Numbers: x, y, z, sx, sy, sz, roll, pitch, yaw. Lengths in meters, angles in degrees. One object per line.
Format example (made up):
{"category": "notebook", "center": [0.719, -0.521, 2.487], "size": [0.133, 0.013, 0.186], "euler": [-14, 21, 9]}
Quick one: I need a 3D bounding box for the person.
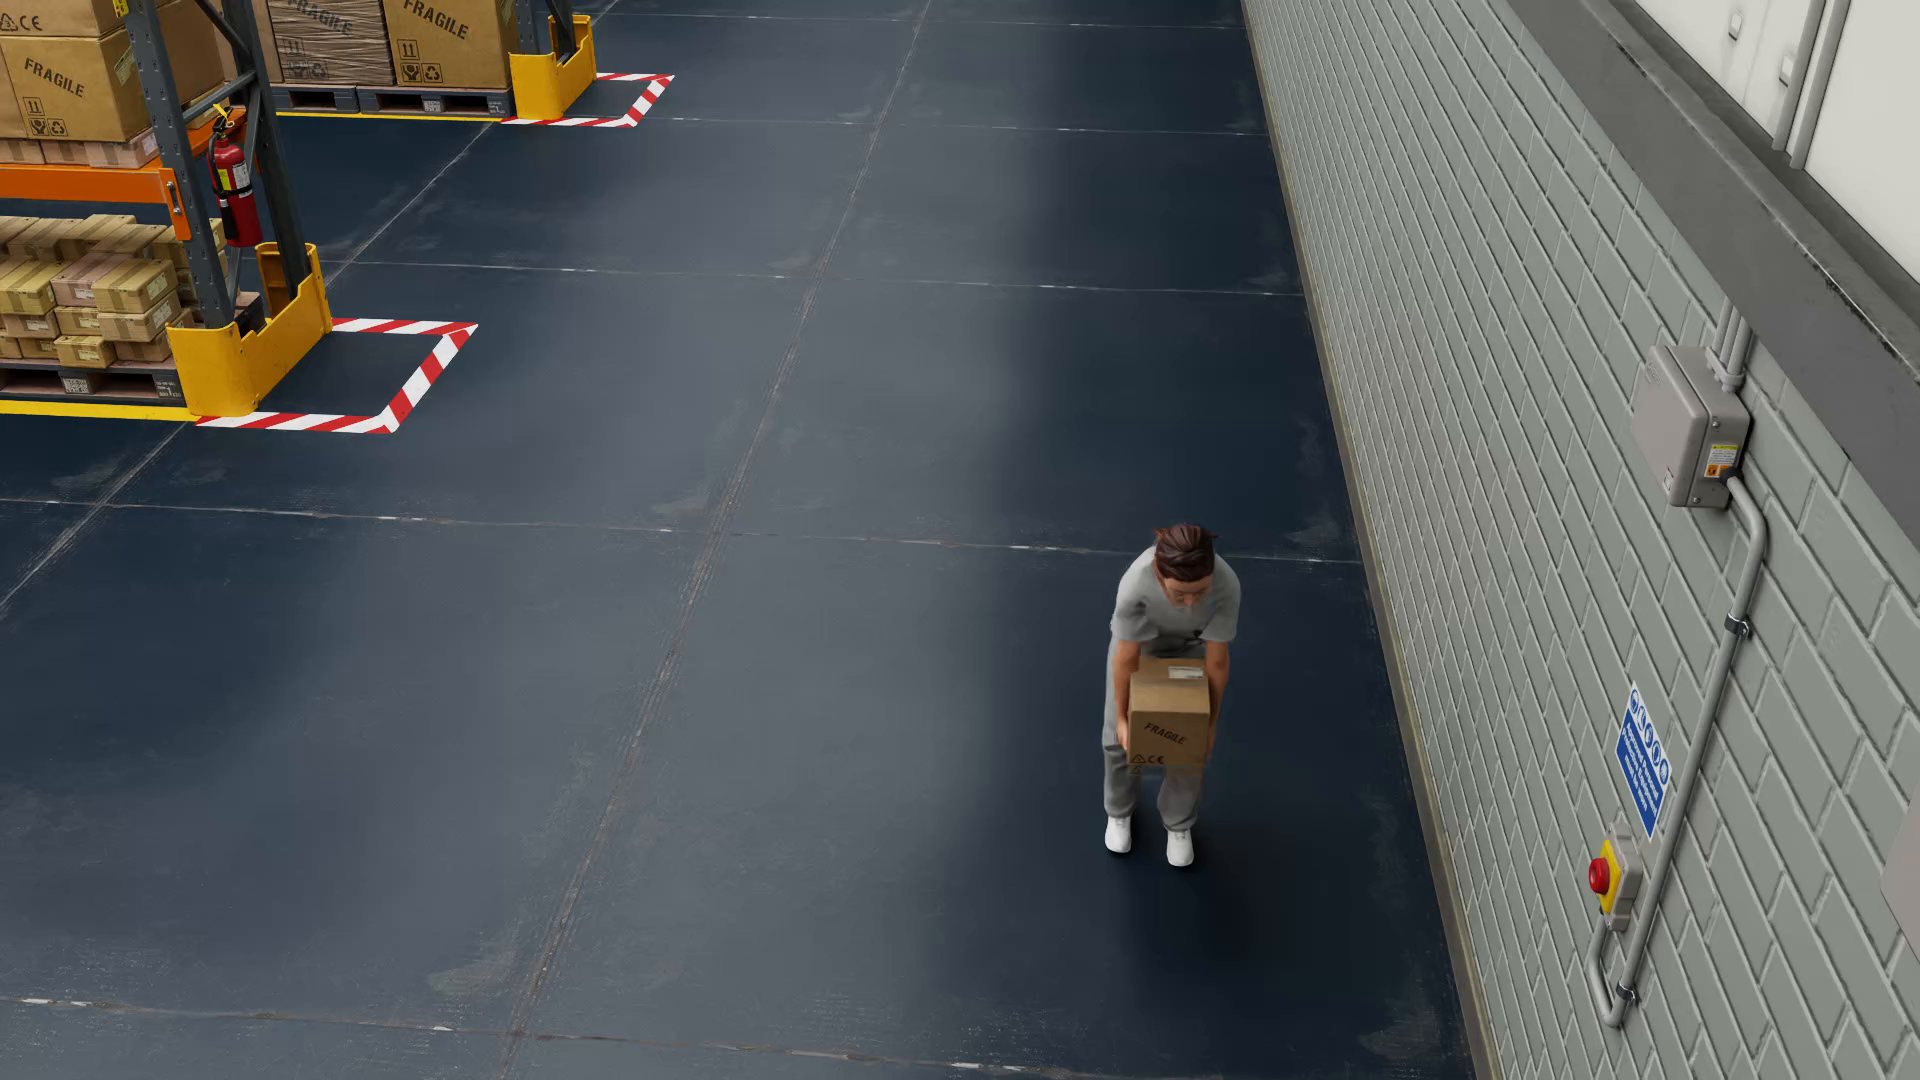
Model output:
{"category": "person", "center": [0.689, 0.488, 5.521], "size": [0.406, 1.509, 0.672], "euler": [2, 32, 3]}
